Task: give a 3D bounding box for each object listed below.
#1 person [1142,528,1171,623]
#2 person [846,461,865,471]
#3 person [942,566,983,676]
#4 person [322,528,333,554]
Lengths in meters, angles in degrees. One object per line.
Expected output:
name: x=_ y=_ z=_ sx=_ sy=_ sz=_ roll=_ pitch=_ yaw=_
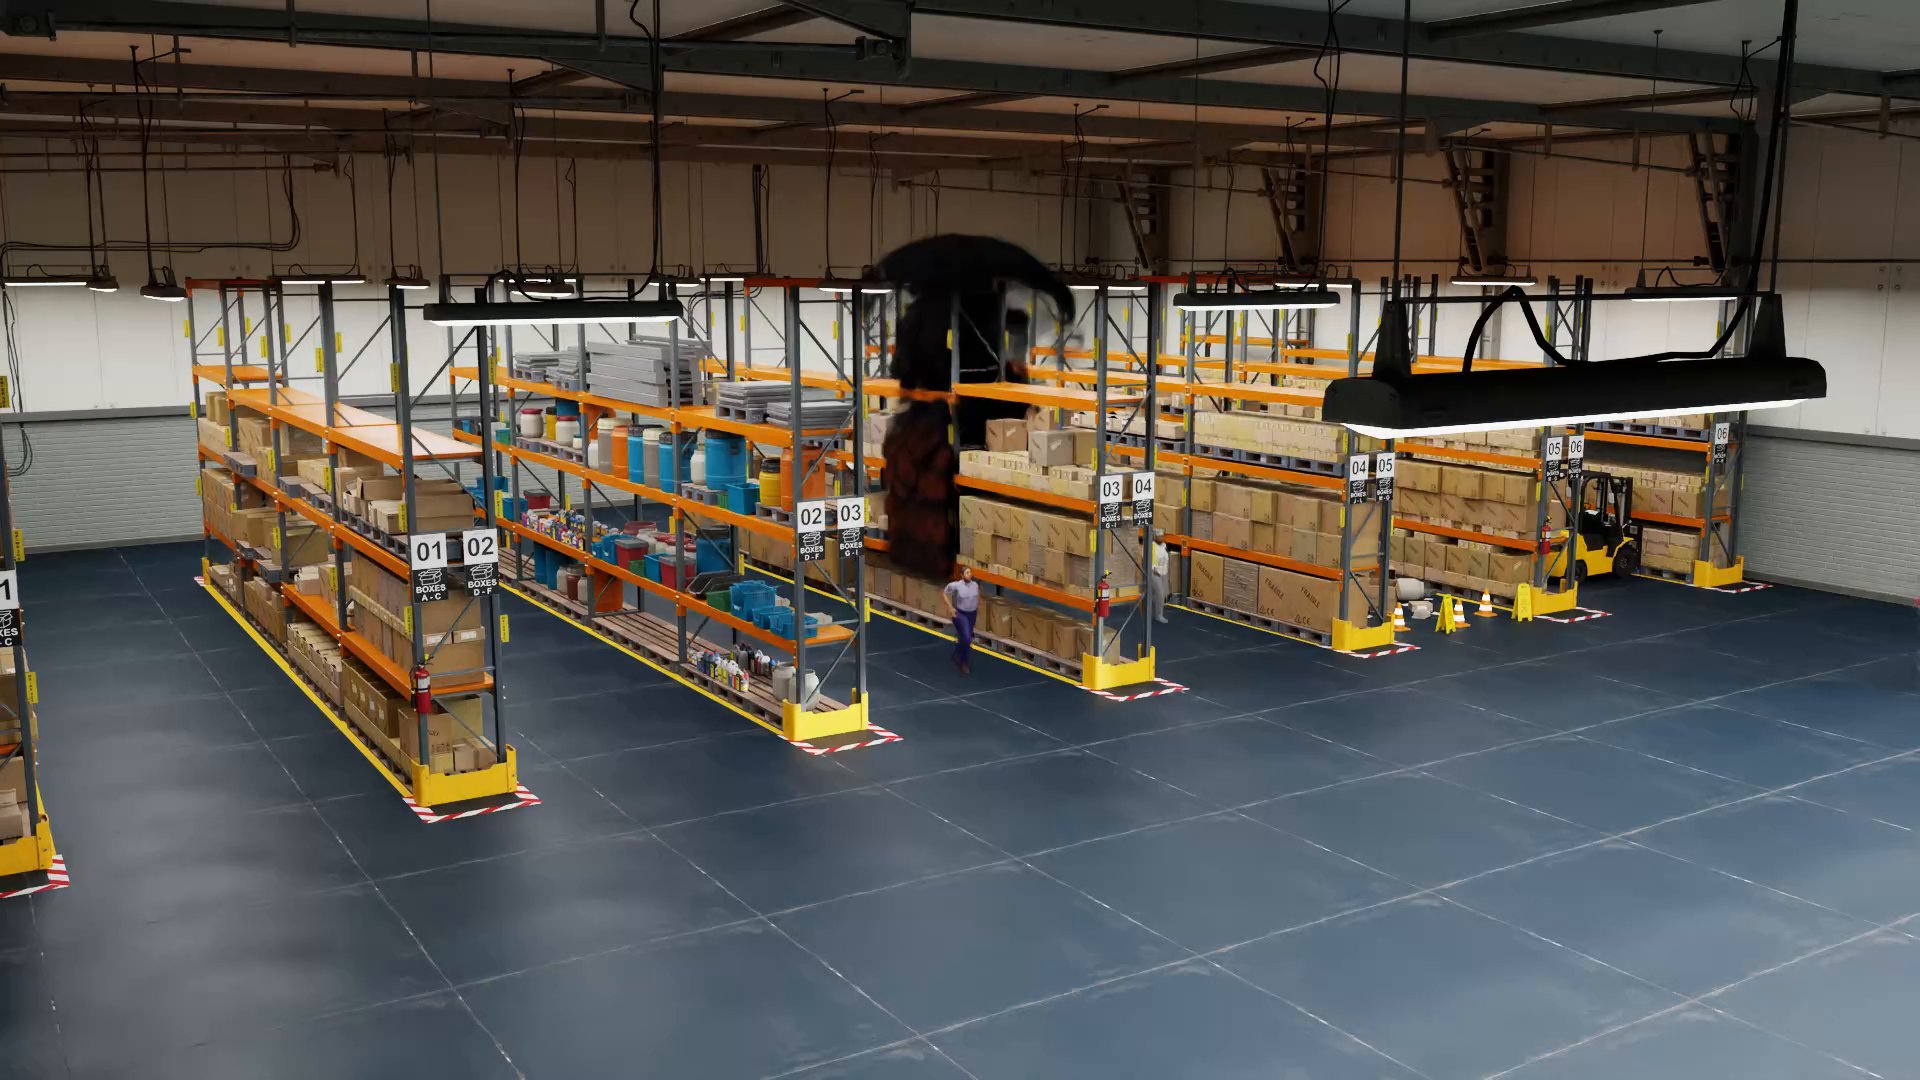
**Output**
person: x=3.454 y=0.605 z=29.410 sx=0.587 sy=1.672 sz=0.601 roll=-8 pitch=12 yaw=-38
person: x=-2.699 y=-1.430 z=41.472 sx=0.753 sy=1.712 sz=0.554 roll=8 pitch=12 yaw=40
person: x=0.074 y=1.240 z=25.786 sx=0.584 sy=1.710 sz=0.752 roll=-7 pitch=12 yaw=-37
person: x=-12.914 y=-0.180 z=33.912 sx=0.899 sy=1.800 sz=0.679 roll=5 pitch=11 yaw=26
